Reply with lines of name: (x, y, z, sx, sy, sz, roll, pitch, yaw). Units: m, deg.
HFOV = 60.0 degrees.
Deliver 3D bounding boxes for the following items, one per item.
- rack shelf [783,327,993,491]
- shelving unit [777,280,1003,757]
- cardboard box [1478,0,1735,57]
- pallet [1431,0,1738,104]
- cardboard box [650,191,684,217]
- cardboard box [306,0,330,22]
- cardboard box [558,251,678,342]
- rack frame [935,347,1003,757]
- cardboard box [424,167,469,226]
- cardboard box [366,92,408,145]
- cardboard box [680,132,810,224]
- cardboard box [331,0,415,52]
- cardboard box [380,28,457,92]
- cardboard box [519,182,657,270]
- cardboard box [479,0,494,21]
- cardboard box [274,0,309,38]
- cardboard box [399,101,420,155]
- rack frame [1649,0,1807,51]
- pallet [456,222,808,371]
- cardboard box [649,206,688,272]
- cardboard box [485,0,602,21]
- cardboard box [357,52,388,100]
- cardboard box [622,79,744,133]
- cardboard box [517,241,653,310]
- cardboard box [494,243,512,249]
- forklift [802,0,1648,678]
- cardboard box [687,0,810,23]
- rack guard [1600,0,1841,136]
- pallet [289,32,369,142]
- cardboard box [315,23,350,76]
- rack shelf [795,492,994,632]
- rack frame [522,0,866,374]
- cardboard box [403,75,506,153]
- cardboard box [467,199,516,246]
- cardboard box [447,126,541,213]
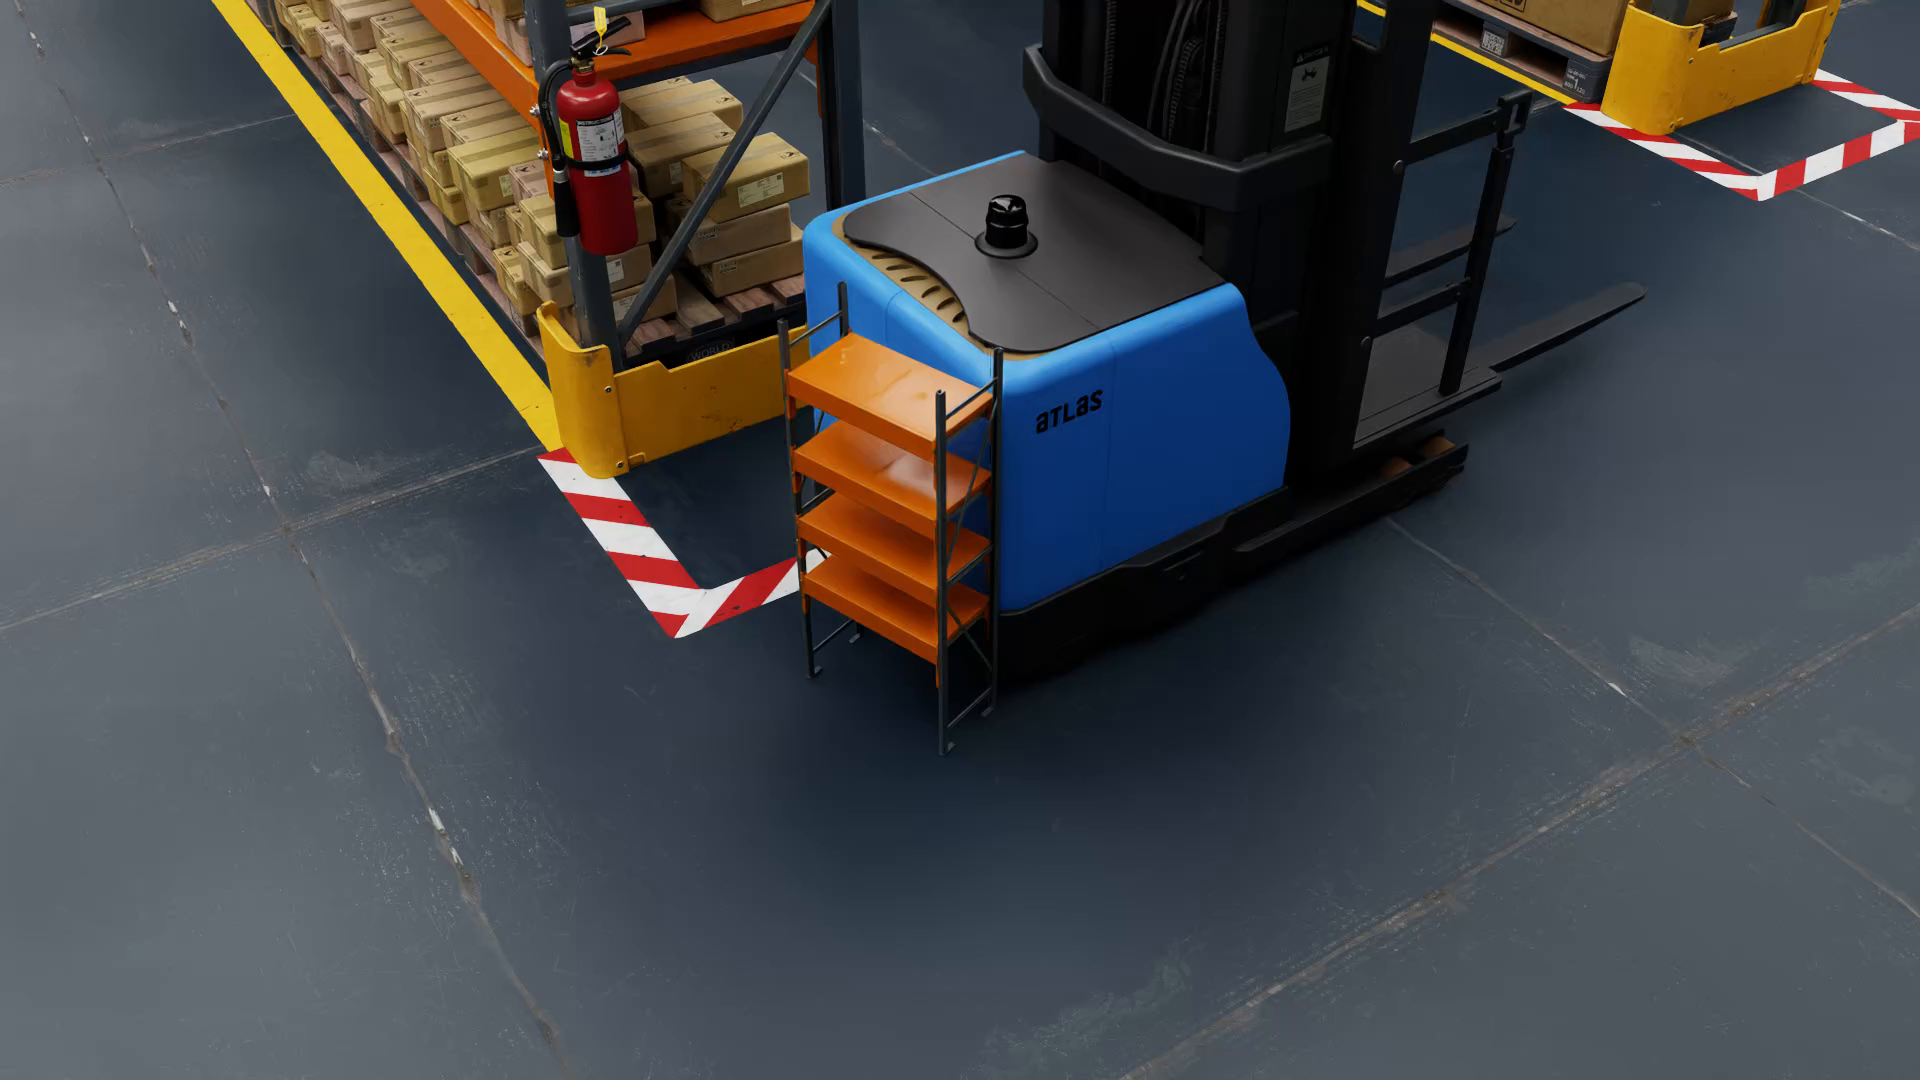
rack shelf: (-0.169, -0.330, 4.095, 0.480, 0.148, 0.258, 27, 47, 28)
shelving unit: (-0.169, -0.028, 4.347, 0.503, 1.200, 0.258, 27, 47, 28)
cardboard box: (3.062, -2.905, 7.725, 0.875, 0.875, 0.875, -22, 45, -24)
pallet: (2.978, -2.576, 8.176, 1.003, 0.211, 1.213, -22, 45, -24)
cardboard box: (-0.927, -1.308, 6.143, 0.380, 0.149, 0.250, -22, 45, -25)
cardboard box: (-2.776, -2.517, 7.594, 0.380, 0.149, 0.250, -22, 45, -24)
cardboard box: (-1.221, -0.868, 5.847, 0.380, 0.149, 0.250, -21, 44, -24)
rack frame: (0.023, 0.068, 4.231, 0.015, 1.200, 0.240, 27, 47, 28)
cardboard box: (-1.848, -1.389, 6.473, 0.380, 0.149, 0.250, -24, 46, -26)
cardboard box: (-2.256, -1.821, 6.991, 0.380, 0.149, 0.250, -23, 45, -26)
cardboard box: (-0.758, -1.284, 5.882, 0.380, 0.149, 0.250, -24, 46, -26)
cardboard box: (-2.400, -2.199, 6.980, 0.380, 0.149, 0.250, -21, 44, -24)
cardboard box: (-2.084, -1.934, 6.661, 0.380, 0.149, 0.250, -22, 45, -24)
cardboard box: (-1.261, -1.083, 5.640, 0.380, 0.149, 0.250, -22, 44, -24)
cardboard box: (-1.278, -1.719, 5.166, 0.380, 0.149, 0.250, -22, 45, -24)
cardboard box: (-2.988, -2.507, 7.815, 0.380, 0.149, 0.250, -24, 46, -26)
cardboard box: (-1.979, -1.656, 6.561, 0.380, 0.149, 0.250, -20, 44, -22)
rack frame: (3.474, -3.242, 6.798, 1.000, 3.000, 0.127, -22, 45, -24)
pallet: (-1.210, -1.010, 6.297, 1.003, 0.211, 1.213, -22, 45, -24)
cardboard box: (-0.984, -1.162, 6.200, 0.380, 0.149, 0.250, -22, 45, -25)
cardboard box: (-1.221, -1.896, 4.872, 0.500, 0.500, 0.500, -21, 44, -24)
cardboard box: (-2.262, -1.937, 6.898, 0.380, 0.149, 0.250, -23, 45, -25)
cardboard box: (-1.035, -1.571, 6.227, 0.380, 0.149, 0.250, -22, 45, -25)
cardboard box: (-1.287, -0.956, 5.721, 0.380, 0.149, 0.250, -23, 45, -25)
cardboard box: (-1.514, -1.144, 6.179, 0.380, 0.149, 0.250, -22, 45, -25)
forklift: (1.044, -1.481, 4.738, 3.031, 2.935, 1.130, -24, 45, -26)
cardboard box: (-0.660, -1.781, 5.240, 0.380, 0.149, 0.250, -23, 45, -25)
rack guard: (3.487, -2.269, 7.582, 1.175, 0.500, 0.348, -22, 45, -24)
pallet: (-2.522, -2.327, 7.878, 1.003, 0.211, 1.213, -22, 45, -24)
cardboard box: (-2.668, -2.247, 7.503, 0.380, 0.149, 0.250, -22, 45, -25)
rack shelf: (-0.169, 0.023, 4.390, 0.480, 0.148, 0.258, 27, 47, 28)
rack frame: (-0.762, -1.589, 4.814, 1.000, 3.000, 0.127, -22, 45, -24)
cardboard box: (-1.871, -1.621, 6.287, 0.380, 0.149, 0.250, -21, 44, -23)
cardboard box: (-1.568, -1.236, 6.057, 0.380, 0.149, 0.250, -24, 45, -26)
cardboard box: (-1.594, -1.334, 5.942, 0.380, 0.149, 0.250, -23, 45, -25)
